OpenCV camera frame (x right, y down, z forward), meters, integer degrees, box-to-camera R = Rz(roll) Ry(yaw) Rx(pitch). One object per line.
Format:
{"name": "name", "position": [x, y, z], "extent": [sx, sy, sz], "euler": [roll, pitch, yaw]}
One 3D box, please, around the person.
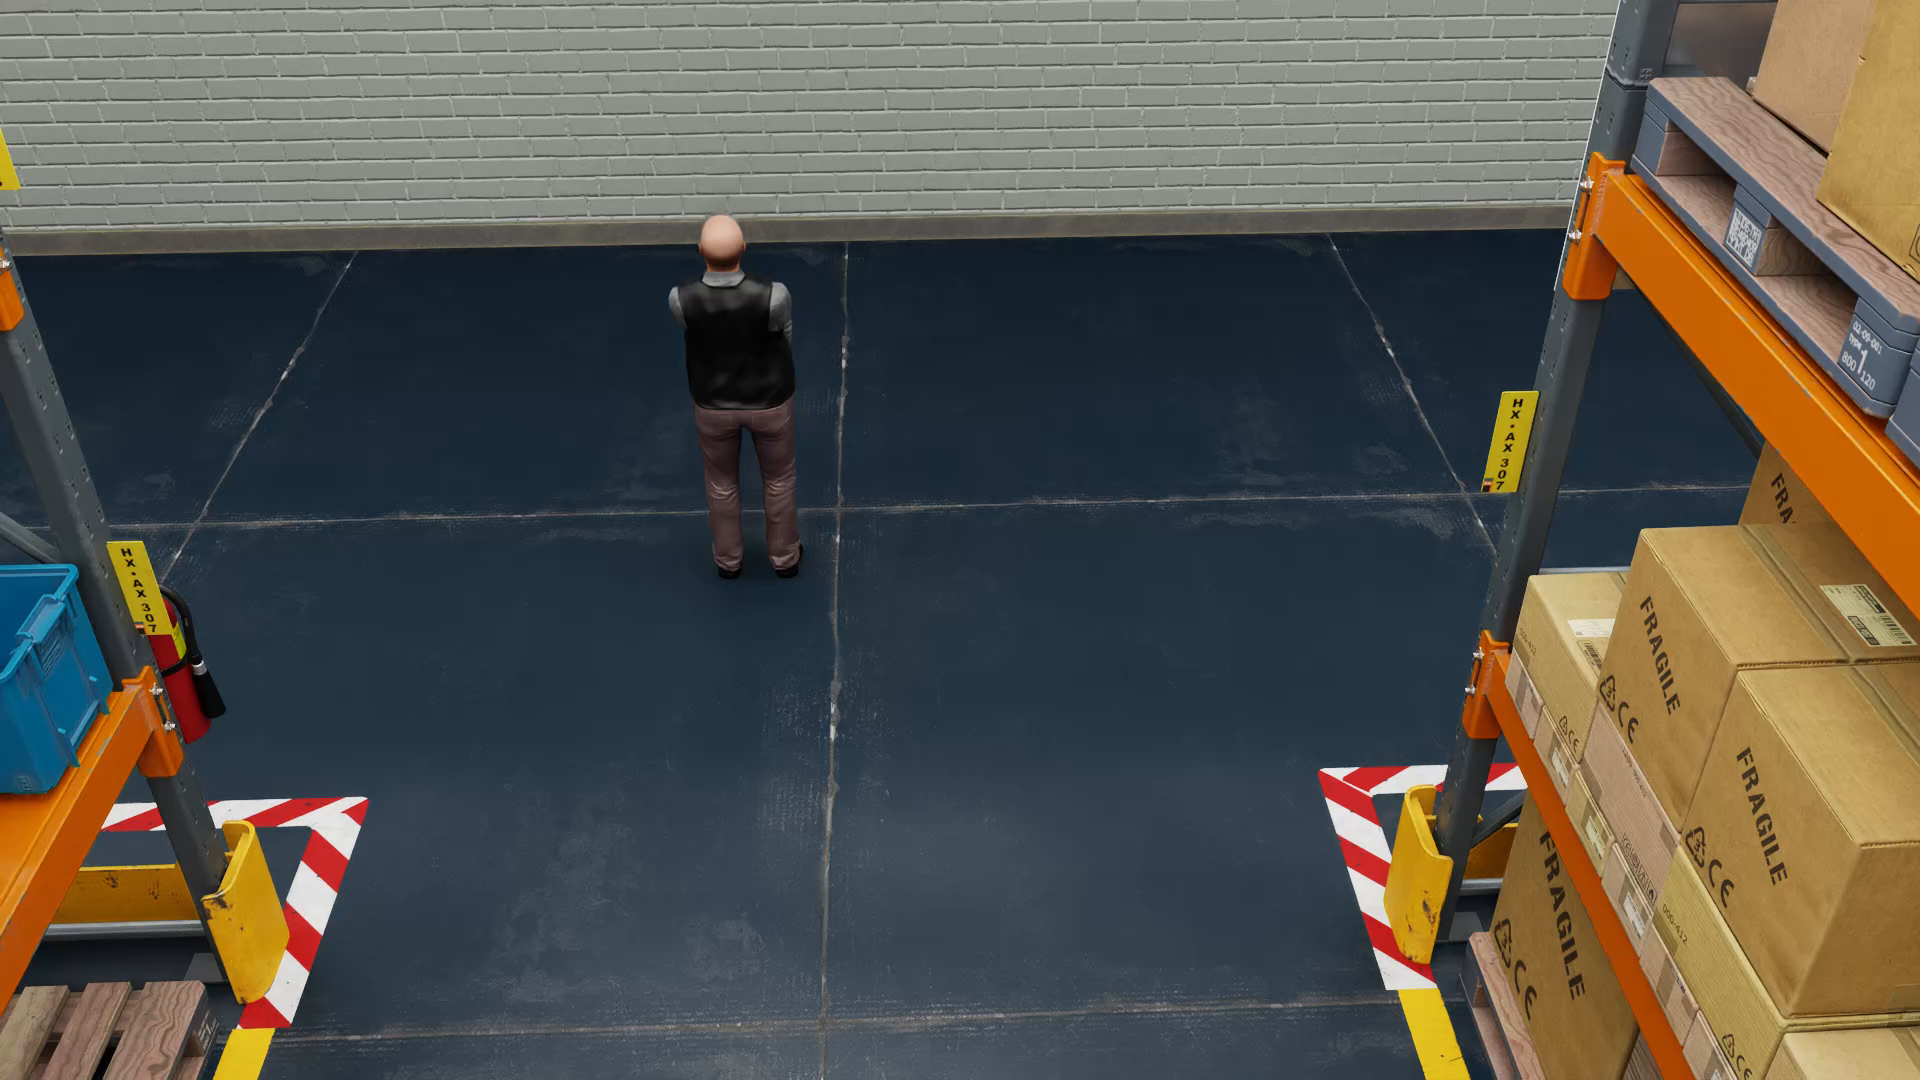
{"name": "person", "position": [-0.933, -0.639, 7.086], "extent": [0.494, 1.713, 0.556], "euler": [-1, 35, -1]}
